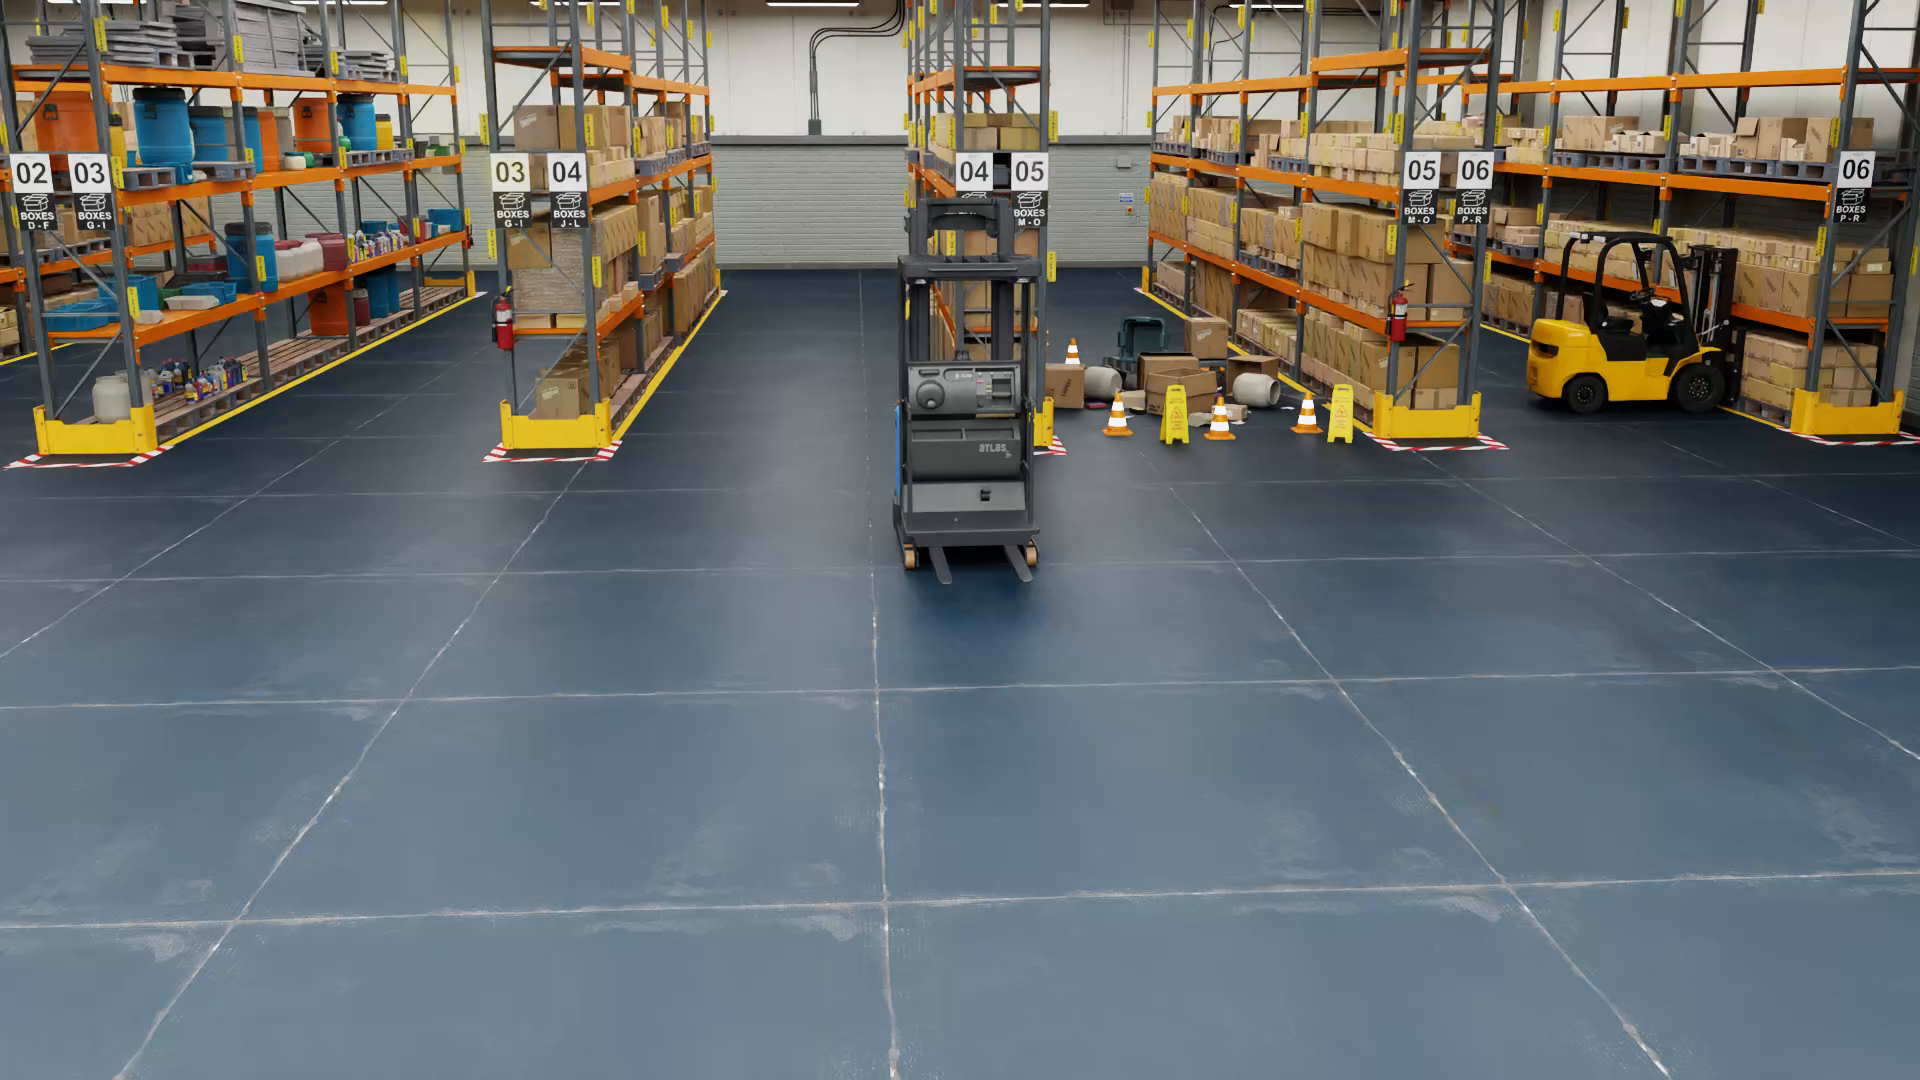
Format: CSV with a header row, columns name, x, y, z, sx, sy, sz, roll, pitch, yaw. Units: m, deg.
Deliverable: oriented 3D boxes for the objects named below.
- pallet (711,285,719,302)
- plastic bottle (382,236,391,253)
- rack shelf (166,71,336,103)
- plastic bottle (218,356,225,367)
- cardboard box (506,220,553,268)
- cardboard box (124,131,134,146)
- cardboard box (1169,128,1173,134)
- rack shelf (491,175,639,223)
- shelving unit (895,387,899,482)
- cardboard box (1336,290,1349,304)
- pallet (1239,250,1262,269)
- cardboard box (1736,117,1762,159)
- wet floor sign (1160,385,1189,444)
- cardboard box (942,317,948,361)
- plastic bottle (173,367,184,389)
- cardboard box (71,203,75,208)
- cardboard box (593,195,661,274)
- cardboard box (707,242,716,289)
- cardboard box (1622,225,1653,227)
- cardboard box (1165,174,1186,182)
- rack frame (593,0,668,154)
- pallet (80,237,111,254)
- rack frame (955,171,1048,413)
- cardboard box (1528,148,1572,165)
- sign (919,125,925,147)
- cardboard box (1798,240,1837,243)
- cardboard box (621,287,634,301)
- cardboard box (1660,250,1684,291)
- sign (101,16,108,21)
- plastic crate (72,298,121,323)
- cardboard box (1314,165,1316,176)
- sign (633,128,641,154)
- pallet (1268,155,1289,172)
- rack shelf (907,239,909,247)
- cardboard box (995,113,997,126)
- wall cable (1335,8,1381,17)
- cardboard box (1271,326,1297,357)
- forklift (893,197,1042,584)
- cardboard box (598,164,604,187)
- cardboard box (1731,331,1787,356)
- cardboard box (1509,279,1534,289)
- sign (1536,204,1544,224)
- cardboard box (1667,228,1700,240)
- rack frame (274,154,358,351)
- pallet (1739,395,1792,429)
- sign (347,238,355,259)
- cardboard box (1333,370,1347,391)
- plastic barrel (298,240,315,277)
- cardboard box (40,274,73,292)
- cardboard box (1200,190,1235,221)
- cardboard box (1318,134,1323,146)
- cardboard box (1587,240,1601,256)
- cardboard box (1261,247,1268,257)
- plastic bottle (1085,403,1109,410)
name,x,y,z,sx,sy,sz,roll,pitch,yaw
pallet,-5.369,-4.927,33.251,1.003,0.211,1.213,-1,14,-3
plastic bottle,-9.792,-5.034,28.321,0.152,0.276,0.135,-1,14,-3
rack shelf,-9.821,-6.275,23.100,1.077,0.370,4.000,-1,14,-3
plastic bottle,-9.513,-2.186,21.436,0.144,0.351,0.185,-1,14,-3
cardboard box,-4.786,-3.305,18.548,0.500,0.500,0.500,-1,14,-3
cardboard box,-14.919,-7.075,29.282,0.500,0.250,0.500,-1,14,-3
cardboard box,4.512,-8.149,33.416,0.500,0.250,0.500,-2,15,-9
rack shelf,-4.630,-4.097,19.855,1.077,0.370,4.000,-1,14,-3
shelving unit,-0.434,-0.865,15.481,0.258,1.200,0.503,2,15,8
cardboard box,4.950,-3.058,20.895,0.380,0.149,0.250,-1,14,-4
pallet,5.040,-4.370,25.875,1.213,0.211,1.003,-1,14,-3
cardboard box,10.107,-4.989,20.627,0.797,0.503,0.637,0,14,-2
wet floor sign,2.429,-1.430,18.790,0.267,0.644,0.232,-3,15,-13
cardboard box,0.232,-2.335,21.001,0.875,0.875,0.875,-1,14,-3
plastic bottle,-9.932,-2.064,21.122,0.097,0.271,0.097,0,14,0
cardboard box,-15.426,-5.982,29.550,0.500,0.500,0.500,-1,14,-3
cardboard box,-4.663,-4.184,22.721,1.000,1.000,1.000,-1,14,-3
cardboard box,-5.378,-5.491,33.270,0.875,0.875,0.875,-1,14,-3
cardboard box,10.271,-4.685,25.212,0.380,0.149,0.250,-1,14,-4
cardboard box,4.205,-7.059,32.433,0.380,0.149,0.250,-1,14,-3
rack frame,-5.001,-7.390,25.191,1.000,3.000,0.127,-1,14,-3
pallet,-15.196,-5.035,28.459,1.003,0.211,1.213,-1,14,-3
rack frame,0.451,-2.547,18.406,1.000,3.000,0.127,-1,14,-3
cardboard box,9.569,-6.220,26.961,0.500,0.250,0.500,-1,14,-5
sign,-0.586,-6.232,25.670,0.100,0.325,0.005,-1,14,-3
cardboard box,10.477,-3.577,20.311,0.380,0.149,0.250,0,14,-2
cardboard box,-4.359,-3.134,21.191,0.380,0.149,0.250,-1,14,-3
cardboard box,9.858,-3.655,22.511,0.500,0.500,0.500,-1,14,-5
sign,-14.583,-8.772,28.369,0.100,0.325,0.005,-1,14,-3
plastic crate,-9.813,-2.628,19.021,0.499,0.251,0.408,-1,14,-3
cardboard box,4.910,-4.892,22.005,0.380,0.149,0.250,-1,14,-4
sign,-4.212,-5.204,21.674,0.100,0.325,0.005,-1,14,-3
pallet,5.138,-5.418,23.922,1.213,0.211,1.003,-1,14,-3
rack shelf,-0.416,-5.680,32.028,1.077,0.370,4.000,-1,14,-3
cardboard box,0.621,-5.111,20.211,0.380,0.149,0.250,-1,14,-4
wall cable,10.276,-13.728,38.659,2.988,3.039,0.133,-1,14,-3
cardboard box,5.054,-2.883,24.143,0.950,0.372,0.625,0,14,0
forklift,0.060,-1.263,13.554,1.130,2.935,3.031,-1,14,-5
cardboard box,-4.316,-4.128,18.830,0.500,0.250,0.500,-1,14,-5
cardboard box,9.921,-2.444,20.674,0.500,0.250,0.500,-1,14,-3
cardboard box,9.569,-4.341,28.252,0.380,0.149,0.250,0,14,-2
sign,9.302,-5.227,26.658,0.100,0.325,0.005,-1,14,-3
cardboard box,9.815,-4.144,22.512,0.380,0.149,0.250,-1,14,-2
rack frame,-9.945,-4.409,25.641,1.000,3.000,0.127,-1,14,-3
pallet,10.250,-1.565,20.186,1.003,0.211,1.213,-1,14,-3
sign,-9.396,-4.498,25.661,0.100,0.325,0.005,-1,14,-3
cardboard box,5.004,-1.976,20.862,0.500,0.250,0.500,-1,14,-5
plastic barrel,-9.642,-4.105,24.239,0.421,0.512,0.421,0,14,0
cardboard box,-15.288,-4.321,27.928,0.500,0.250,0.500,-1,14,-3
cardboard box,4.470,-5.801,28.845,0.500,0.500,0.500,-1,14,-5
cardboard box,4.876,-5.213,21.651,0.380,0.149,0.250,0,14,-2
cardboard box,9.728,-4.389,24.864,0.500,0.250,0.500,-1,14,-3
cardboard box,4.768,-4.369,25.149,0.380,0.149,0.250,0,14,0
plastic bottle,1.735,-1.693,20.983,0.283,0.061,0.133,-6,16,-23
